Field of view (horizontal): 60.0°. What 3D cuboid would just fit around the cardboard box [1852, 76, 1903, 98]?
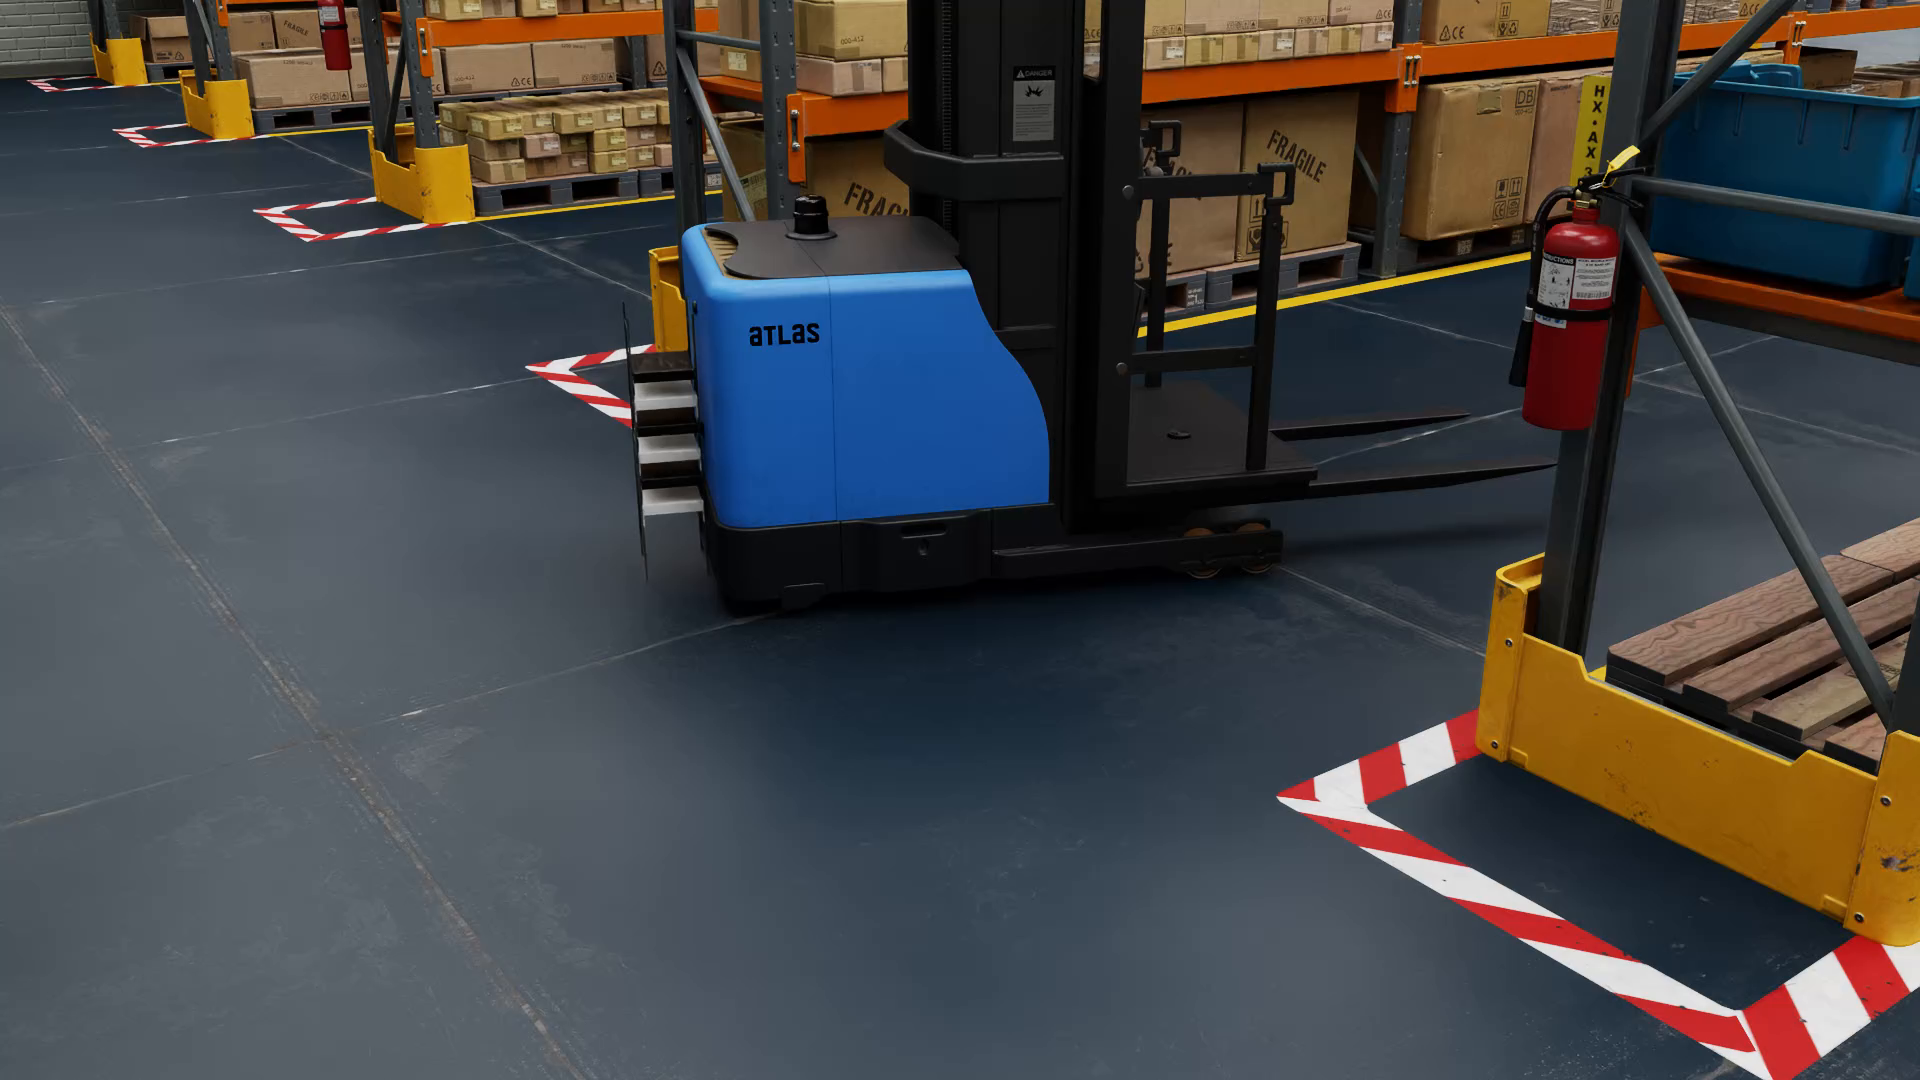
[{"bbox_3d":[6.893,-3.376,13.088,0.500,0.500,0.700,-12,25,-28],"label":"cardboard box"}]

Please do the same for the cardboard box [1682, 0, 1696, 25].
[{"bbox_3d":[4.378,-3.578,10.681,0.500,0.500,0.500,-16,27,-35],"label":"cardboard box"}]

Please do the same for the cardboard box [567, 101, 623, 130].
[{"bbox_3d":[-2.637,-3.064,12.005,0.250,0.149,0.380,-16,27,-35],"label":"cardboard box"}]

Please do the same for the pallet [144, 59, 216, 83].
[{"bbox_3d":[-9.014,-5.569,19.568,1.213,0.211,1.003,-15,26,-33],"label":"pallet"}]

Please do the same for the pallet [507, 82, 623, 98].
[{"bbox_3d":[-4.236,-4.612,17.169,1.213,0.211,1.003,-15,26,-33],"label":"pallet"}]

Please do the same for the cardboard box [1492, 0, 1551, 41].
[{"bbox_3d":[3.142,-3.247,9.851,0.500,0.500,0.500,-15,26,-33],"label":"cardboard box"}]

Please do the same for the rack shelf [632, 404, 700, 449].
[{"bbox_3d":[-0.972,-0.382,5.486,0.200,0.077,0.258,-5,22,-13],"label":"rack shelf"}]

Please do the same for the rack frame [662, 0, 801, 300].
[{"bbox_3d":[-1.032,-2.201,7.365,0.127,3.000,1.000,-15,26,-33],"label":"rack frame"}]

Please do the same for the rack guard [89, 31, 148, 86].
[{"bbox_3d":[-9.660,-5.530,19.081,0.348,0.500,1.175,-15,26,-33],"label":"rack guard"}]

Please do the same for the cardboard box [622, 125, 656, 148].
[{"bbox_3d":[-2.438,-2.991,12.224,0.250,0.149,0.380,-16,27,-35],"label":"cardboard box"}]

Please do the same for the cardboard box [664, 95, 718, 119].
[{"bbox_3d":[-2.018,-3.248,12.465,0.250,0.149,0.380,-15,26,-33],"label":"cardboard box"}]

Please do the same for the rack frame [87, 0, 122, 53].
[{"bbox_3d":[-9.722,-6.675,18.577,0.127,3.000,1.000,-15,26,-33],"label":"rack frame"}]

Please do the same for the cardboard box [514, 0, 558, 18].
[{"bbox_3d":[-2.961,-3.680,11.409,0.250,0.149,0.380,-16,27,-34],"label":"cardboard box"}]

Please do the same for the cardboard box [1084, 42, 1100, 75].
[{"bbox_3d":[0.491,-2.341,8.055,0.250,0.149,0.380,-15,26,-33],"label":"cardboard box"}]

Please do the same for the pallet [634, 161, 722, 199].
[{"bbox_3d":[-2.116,-2.864,12.789,1.213,0.211,1.003,-15,26,-33],"label":"pallet"}]

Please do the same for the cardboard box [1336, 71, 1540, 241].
[{"bbox_3d":[2.722,-2.420,10.213,0.875,0.875,1.225,-15,26,-33],"label":"cardboard box"}]

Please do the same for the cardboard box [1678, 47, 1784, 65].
[{"bbox_3d":[4.889,-2.998,11.662,0.875,0.875,1.225,-16,27,-35],"label":"cardboard box"}]

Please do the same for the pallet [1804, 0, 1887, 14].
[{"bbox_3d":[5.978,-4.030,12.207,1.003,0.211,1.213,-15,26,-33],"label":"pallet"}]

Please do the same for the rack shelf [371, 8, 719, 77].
[{"bbox_3d":[-2.224,-3.814,12.377,4.000,0.370,1.077,-15,26,-33],"label":"rack shelf"}]

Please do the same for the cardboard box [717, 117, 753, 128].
[{"bbox_3d":[-1.775,-3.163,12.654,0.250,0.149,0.380,-16,27,-35],"label":"cardboard box"}]

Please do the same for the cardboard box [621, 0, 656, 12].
[{"bbox_3d":[-2.379,-3.873,11.894,0.250,0.149,0.380,-16,27,-34],"label":"cardboard box"}]

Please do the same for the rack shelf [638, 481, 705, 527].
[{"bbox_3d":[-0.972,-0.131,5.586,0.200,0.077,0.258,-5,22,-13],"label":"rack shelf"}]

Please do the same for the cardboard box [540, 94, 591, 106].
[{"bbox_3d":[-2.945,-3.222,12.400,0.250,0.149,0.380,-16,27,-35],"label":"cardboard box"}]

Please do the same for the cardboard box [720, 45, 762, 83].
[{"bbox_3d":[-0.936,-2.260,7.853,0.250,0.149,0.380,-14,26,-32],"label":"cardboard box"}]

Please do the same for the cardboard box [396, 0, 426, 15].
[{"bbox_3d":[-3.747,-3.754,11.596,0.250,0.149,0.380,-15,26,-33],"label":"cardboard box"}]

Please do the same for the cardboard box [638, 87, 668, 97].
[{"bbox_3d":[-2.284,-3.385,12.810,0.250,0.149,0.380,-15,26,-33],"label":"cardboard box"}]

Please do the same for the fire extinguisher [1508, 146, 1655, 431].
[{"bbox_3d":[1.472,-0.606,3.975,0.183,0.674,0.296,-15,26,-33],"label":"fire extinguisher"}]

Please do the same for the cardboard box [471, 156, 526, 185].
[{"bbox_3d":[-3.235,-2.603,11.653,0.250,0.149,0.380,-14,26,-32],"label":"cardboard box"}]

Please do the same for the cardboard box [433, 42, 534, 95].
[{"bbox_3d":[-4.872,-4.756,16.657,0.875,0.438,0.875,-16,27,-34],"label":"cardboard box"}]

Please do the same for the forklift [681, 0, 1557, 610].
[{"bbox_3d":[0.604,-1.416,5.491,3.031,2.935,1.130,-5,22,-13],"label":"forklift"}]

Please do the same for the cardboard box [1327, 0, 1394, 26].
[{"bbox_3d":[2.009,-2.961,9.070,0.500,0.250,0.500,-15,26,-34],"label":"cardboard box"}]

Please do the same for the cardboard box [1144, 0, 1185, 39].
[{"bbox_3d":[0.764,-2.629,8.238,0.500,0.250,0.500,-16,27,-34],"label":"cardboard box"}]

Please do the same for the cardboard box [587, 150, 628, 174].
[{"bbox_3d":[-2.601,-2.763,12.052,0.250,0.149,0.380,-15,26,-32],"label":"cardboard box"}]

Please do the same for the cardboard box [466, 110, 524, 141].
[{"bbox_3d":[-3.223,-2.874,11.528,0.250,0.149,0.380,-16,27,-35],"label":"cardboard box"}]

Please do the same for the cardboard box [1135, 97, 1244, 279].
[{"bbox_3d":[0.902,-1.961,9.065,0.875,0.875,0.875,-15,26,-33],"label":"cardboard box"}]

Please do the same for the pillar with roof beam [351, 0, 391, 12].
[{"bbox_3d":[-5.052,-9.152,16.691,0.400,9.000,9.100,-15,26,-33],"label":"pillar with roof beam"}]

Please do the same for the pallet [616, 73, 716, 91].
[{"bbox_3d":[-2.991,-4.943,17.998,1.213,0.211,1.003,-15,26,-33],"label":"pallet"}]

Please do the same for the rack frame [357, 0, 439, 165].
[{"bbox_3d":[-3.847,-3.715,11.159,0.127,3.000,1.000,-15,26,-33],"label":"rack frame"}]

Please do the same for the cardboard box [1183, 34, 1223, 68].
[{"bbox_3d":[1.116,-2.507,8.472,0.250,0.149,0.380,-15,26,-34],"label":"cardboard box"}]

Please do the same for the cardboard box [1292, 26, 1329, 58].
[{"bbox_3d":[1.741,-2.674,8.890,0.250,0.149,0.380,-15,26,-34],"label":"cardboard box"}]

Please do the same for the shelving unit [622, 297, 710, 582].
[{"bbox_3d":[-0.972,-0.329,5.507,0.210,0.900,0.258,-5,22,-13],"label":"shelving unit"}]

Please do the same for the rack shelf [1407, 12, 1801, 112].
[{"bbox_3d":[3.838,-3.166,10.753,4.000,0.370,1.077,-15,26,-33],"label":"rack shelf"}]

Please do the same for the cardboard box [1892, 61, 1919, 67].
[{"bbox_3d":[8.198,-3.715,13.939,0.500,0.500,0.700,-17,28,-37],"label":"cardboard box"}]

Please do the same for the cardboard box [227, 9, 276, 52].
[{"bbox_3d":[-8.453,-5.986,19.657,0.500,0.500,0.700,-14,26,-31],"label":"cardboard box"}]

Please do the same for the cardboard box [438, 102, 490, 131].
[{"bbox_3d":[-3.565,-3.053,11.978,0.250,0.149,0.380,-15,26,-32],"label":"cardboard box"}]

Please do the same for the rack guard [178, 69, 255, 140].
[{"bbox_3d":[-6.839,-4.016,15.287,0.348,0.500,1.175,-15,26,-33],"label":"rack guard"}]

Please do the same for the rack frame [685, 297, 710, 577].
[{"bbox_3d":[-0.873,-0.338,5.530,0.006,0.900,0.240,-5,22,-13],"label":"rack frame"}]

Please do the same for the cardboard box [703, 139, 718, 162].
[{"bbox_3d":[-1.987,-2.942,12.502,0.250,0.149,0.380,-15,26,-33],"label":"cardboard box"}]

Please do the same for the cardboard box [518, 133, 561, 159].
[{"bbox_3d":[-3.017,-2.803,11.751,0.250,0.149,0.380,-15,26,-33],"label":"cardboard box"}]

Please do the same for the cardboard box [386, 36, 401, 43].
[{"bbox_3d":[-7.045,-6.180,20.458,0.258,0.266,0.396,-14,26,-31],"label":"cardboard box"}]
